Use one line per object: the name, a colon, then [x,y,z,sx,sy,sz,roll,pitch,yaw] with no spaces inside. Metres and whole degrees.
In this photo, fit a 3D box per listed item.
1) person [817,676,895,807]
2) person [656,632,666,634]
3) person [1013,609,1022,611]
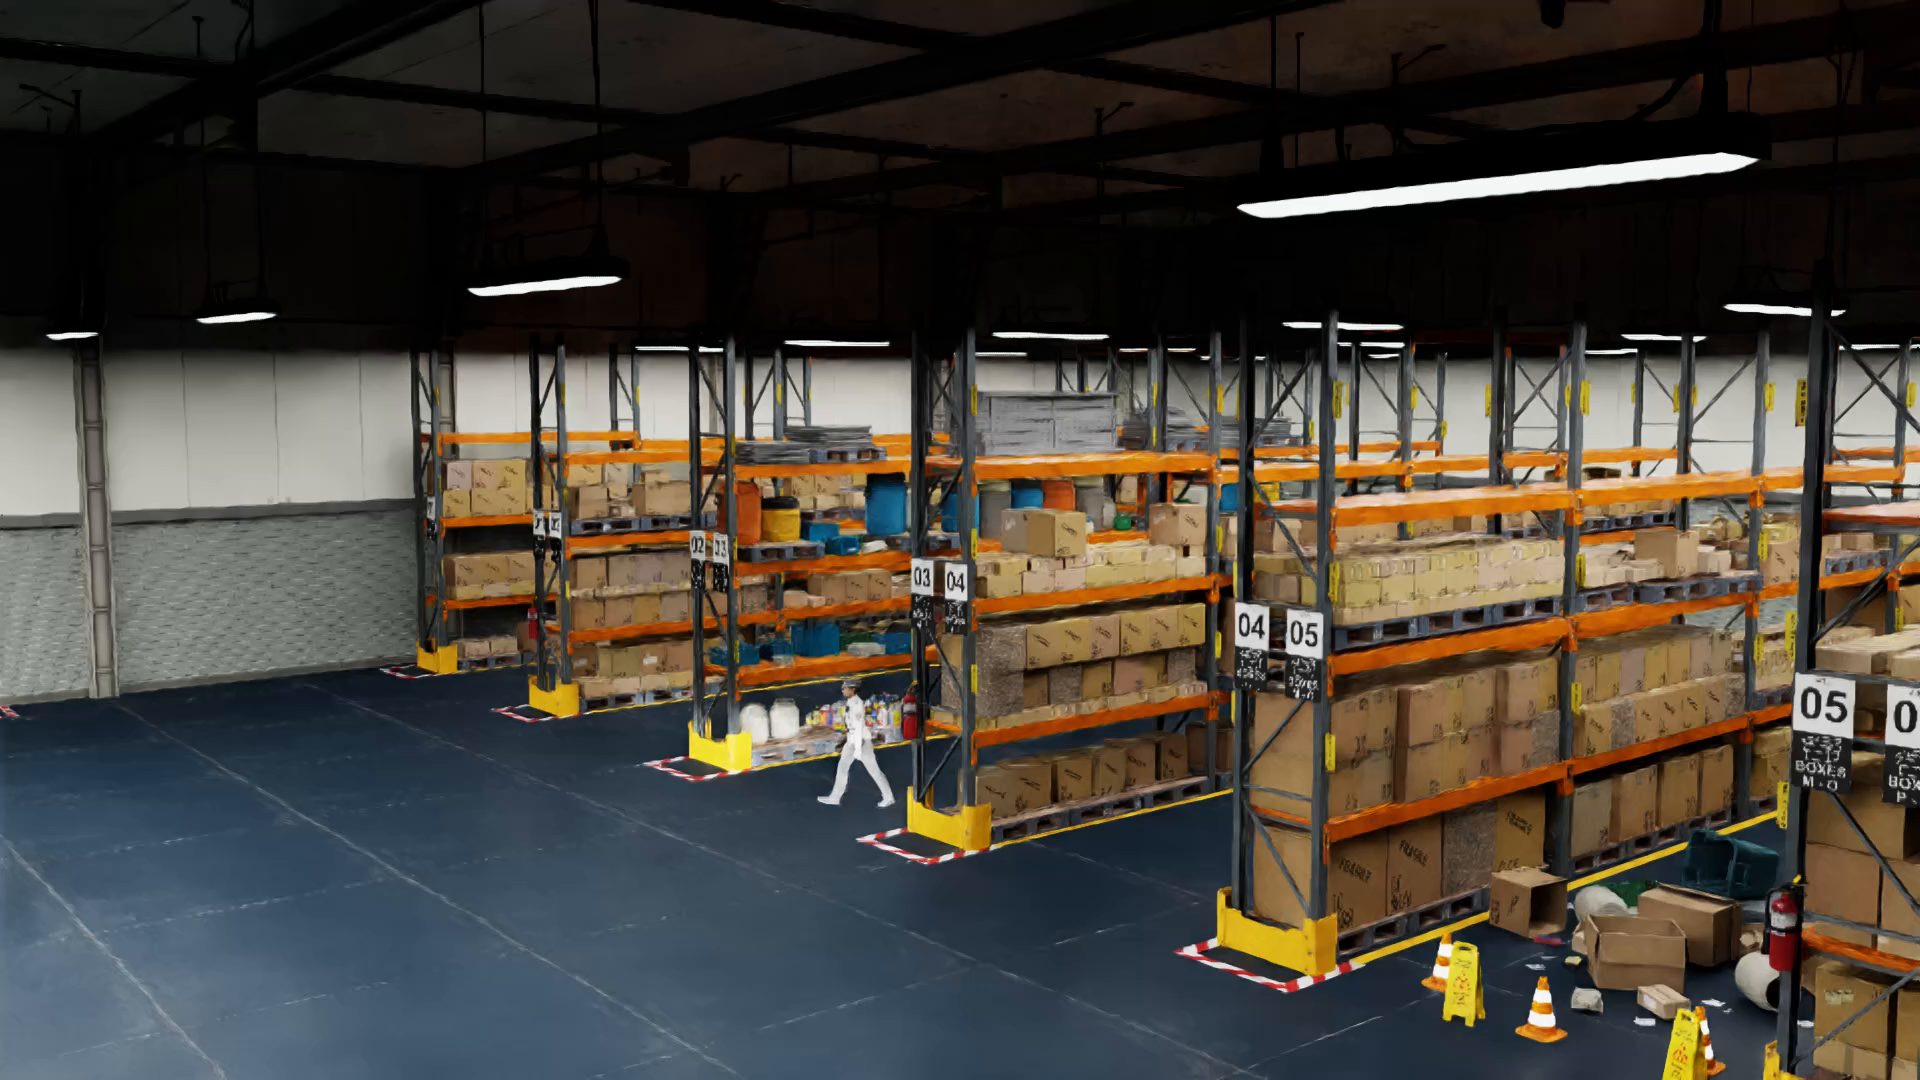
person: [-1.270,2.472,20.373,0.927,1.617,0.524,-1,5,-16]
person: [-5.540,1.518,30.514,0.446,1.623,0.997,5,7,41]
person: [1.061,1.508,30.679,0.487,1.642,0.532,2,6,16]
